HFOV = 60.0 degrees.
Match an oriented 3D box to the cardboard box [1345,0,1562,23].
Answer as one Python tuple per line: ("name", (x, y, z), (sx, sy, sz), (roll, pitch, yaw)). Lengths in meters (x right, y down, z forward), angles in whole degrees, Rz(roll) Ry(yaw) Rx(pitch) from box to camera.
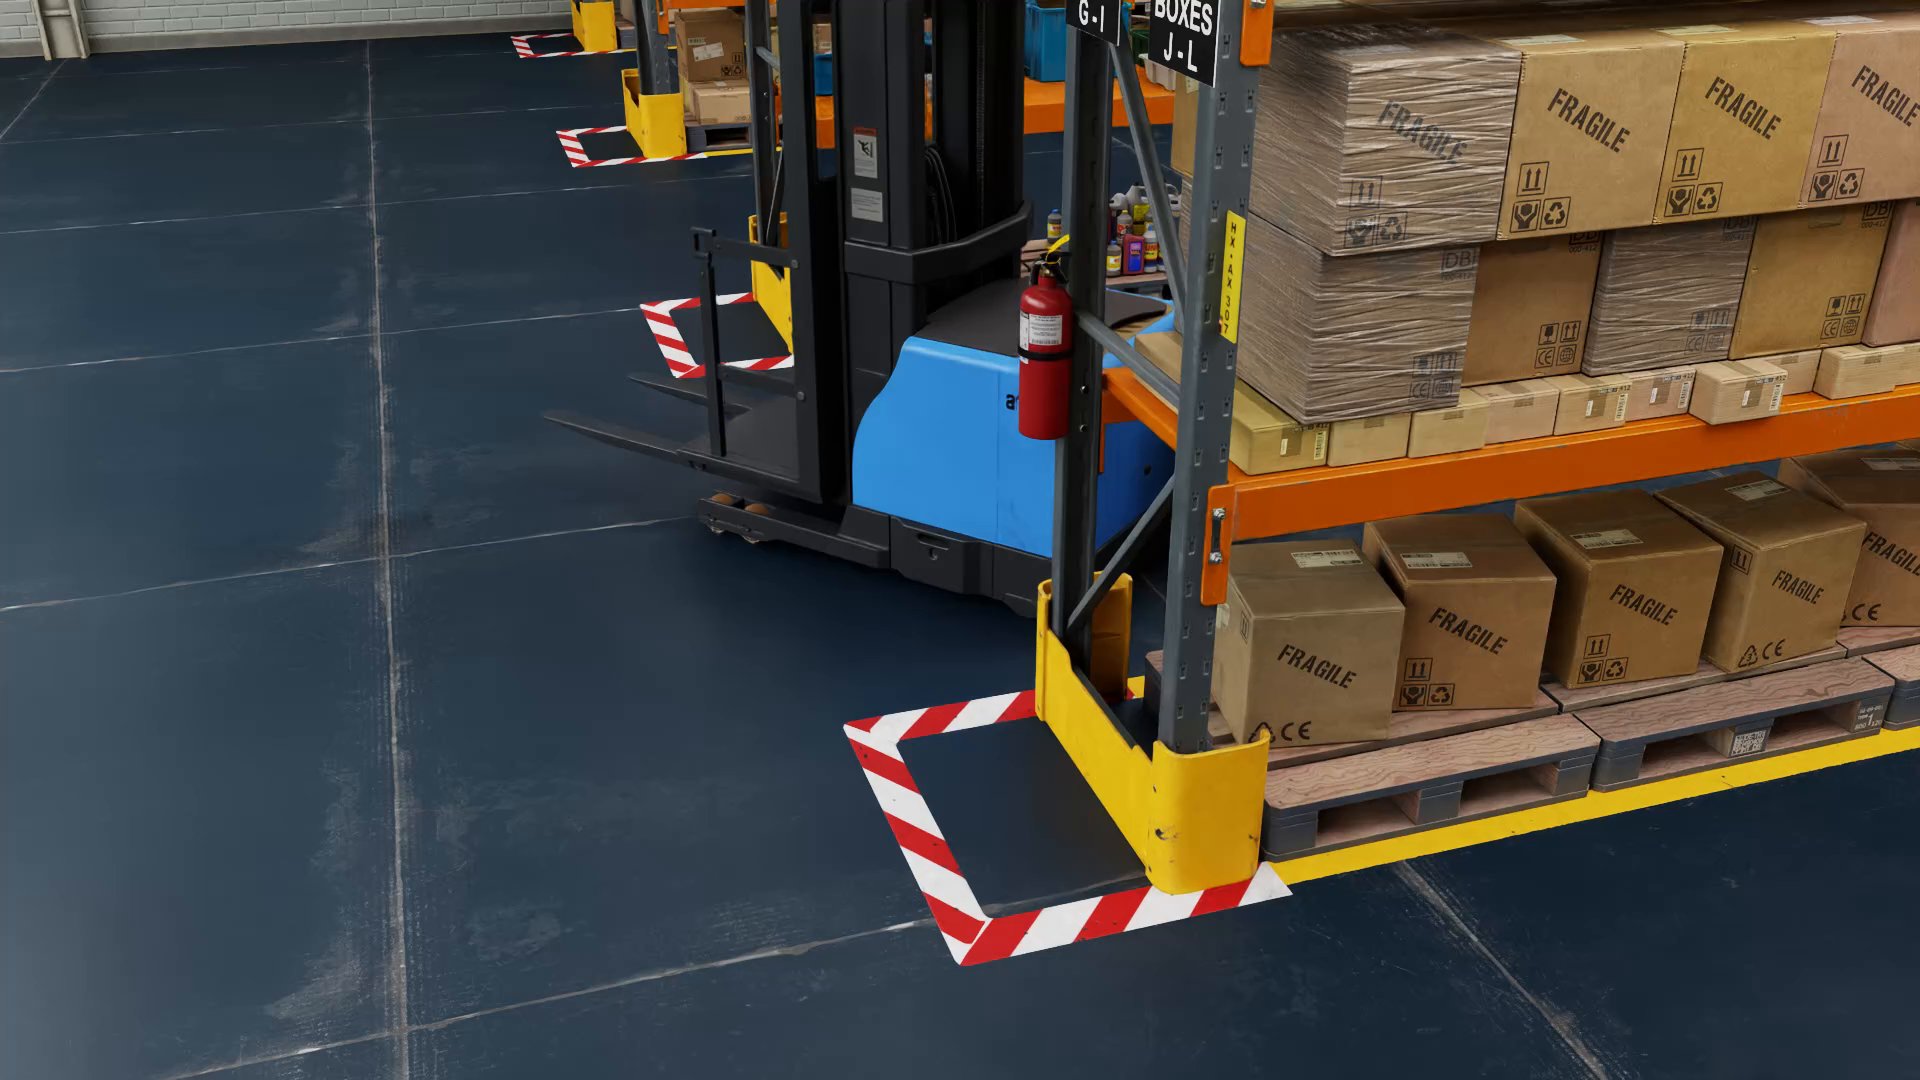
("cardboard box", (1.446, -1.392, 5.108), (0.500, 0.500, 0.500), (-8, 28, -16))

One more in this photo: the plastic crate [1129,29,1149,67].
("plastic crate", (1.418, -2.997, 10.151), (0.662, 0.188, 0.450), (-8, 28, -16))

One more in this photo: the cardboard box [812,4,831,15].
("cardboard box", (-1.174, -4.339, 14.394), (0.500, 0.500, 0.500), (-8, 28, -16))

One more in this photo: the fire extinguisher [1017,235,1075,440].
("fire extinguisher", (0.275, -0.659, 5.290), (0.183, 0.674, 0.296), (-8, 28, -16))

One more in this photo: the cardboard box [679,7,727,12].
("cardboard box", (-2.848, -5.926, 18.342), (0.500, 0.311, 0.500), (-6, 27, -12))

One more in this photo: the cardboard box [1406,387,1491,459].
("cardboard box", (1.357, -0.395, 4.954), (0.250, 0.149, 0.380), (-8, 28, -16))

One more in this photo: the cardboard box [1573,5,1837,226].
("cardboard box", (2.086, -1.236, 4.795), (0.500, 0.500, 0.500), (-8, 28, -16))

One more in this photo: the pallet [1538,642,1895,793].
("pallet", (2.540, 0.461, 6.084), (1.213, 0.211, 1.003), (-8, 28, -16))

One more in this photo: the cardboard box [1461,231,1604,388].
("cardboard box", (1.496, -0.876, 5.194), (0.500, 0.500, 0.875), (-8, 28, -16))

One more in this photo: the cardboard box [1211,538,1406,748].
("cardboard box", (1.125, 0.338, 5.534), (0.500, 0.500, 0.500), (-3, 27, -7))

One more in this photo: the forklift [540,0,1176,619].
("forklift", (-0.553, -1.482, 6.939), (3.031, 2.935, 1.130), (16, 30, 28))

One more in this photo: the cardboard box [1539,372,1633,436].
("cardboard box", (1.828, -0.469, 5.104), (0.250, 0.149, 0.380), (-8, 28, -16))

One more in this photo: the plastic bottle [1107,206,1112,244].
("plastic bottle", (0.885, -2.005, 10.476), (0.133, 0.283, 0.061), (-8, 28, -16))

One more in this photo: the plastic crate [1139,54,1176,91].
("plastic crate", (1.330, -2.710, 9.633), (0.437, 0.136, 0.530), (-8, 28, -16))

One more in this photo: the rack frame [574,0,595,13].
("rack frame", (-4.075, -6.797, 17.568), (0.127, 3.000, 1.000), (-8, 28, -16))

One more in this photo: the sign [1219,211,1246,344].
("sign", (0.694, -0.673, 4.258), (0.005, 0.325, 0.100), (-8, 28, -16))

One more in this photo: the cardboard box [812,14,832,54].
("cardboard box", (-1.013, -4.119, 13.951), (0.500, 0.500, 0.500), (-8, 28, -16))

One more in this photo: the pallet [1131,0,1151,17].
("pallet", (1.630, -6.376, 19.857), (1.213, 0.211, 1.003), (-8, 28, -16))

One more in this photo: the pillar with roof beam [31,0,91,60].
("pillar with roof beam", (-8.050, -7.300, 11.834), (0.400, 9.000, 9.100), (-8, 28, -16))

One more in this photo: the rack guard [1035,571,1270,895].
("rack guard", (0.599, 0.595, 5.489), (0.348, 0.500, 1.175), (-8, 28, -16))

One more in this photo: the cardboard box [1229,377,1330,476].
("cardboard box", (0.871, -0.340, 4.844), (0.250, 0.149, 0.380), (-8, 28, -16))

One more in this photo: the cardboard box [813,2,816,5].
("cardboard box", (-1.799, -6.056, 18.787), (0.250, 0.149, 0.380), (-11, 28, -20))

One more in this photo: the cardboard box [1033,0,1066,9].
("cardboard box", (0.728, -4.615, 14.949), (0.500, 0.500, 0.500), (-8, 28, -16))

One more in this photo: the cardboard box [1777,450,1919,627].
("cardboard box", (3.395, -0.013, 6.242), (0.500, 0.500, 0.500), (0, 26, 0))

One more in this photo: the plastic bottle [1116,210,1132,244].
("plastic bottle", (1.039, -1.982, 10.522), (0.097, 0.201, 0.097), (0, 26, 0))

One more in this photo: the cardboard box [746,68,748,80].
("cardboard box", (-1.648, -3.932, 14.418), (0.500, 0.250, 0.500), (-8, 28, -16))

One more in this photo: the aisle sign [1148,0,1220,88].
("aisle sign", (0.560, -1.543, 4.062), (0.004, 0.787, 0.394), (-8, 28, -16))

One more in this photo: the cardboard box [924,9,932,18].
("cardboard box", (-0.061, -4.256, 14.226), (0.500, 0.500, 0.500), (-8, 28, -16))

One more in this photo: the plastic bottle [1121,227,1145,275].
("plastic bottle", (1.034, -1.730, 9.922), (0.133, 0.283, 0.061), (-8, 27, -15))

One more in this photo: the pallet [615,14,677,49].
("pallet", (-3.220, -5.656, 18.405), (1.213, 0.211, 1.003), (-8, 28, -16))

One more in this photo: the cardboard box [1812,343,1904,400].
("cardboard box", (2.785, -0.598, 5.364), (0.250, 0.149, 0.380), (-8, 28, -16))

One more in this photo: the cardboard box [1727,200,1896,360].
("cardboard box", (2.464, -0.990, 5.425), (0.500, 0.500, 0.875), (-8, 28, -16))

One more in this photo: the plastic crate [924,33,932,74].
("plastic crate", (-0.005, -2.824, 9.733), (0.408, 0.251, 0.499), (-8, 28, -16))

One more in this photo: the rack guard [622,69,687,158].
("rack guard", (-2.561, -3.580, 13.900), (0.348, 0.500, 1.175), (-8, 28, -16))

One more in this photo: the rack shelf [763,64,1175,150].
("rack shelf", (0.894, -2.562, 9.845), (4.000, 0.370, 1.077), (-8, 28, -16))

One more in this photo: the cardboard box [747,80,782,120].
("cardboard box", (-1.485, -3.710, 13.970), (0.500, 0.250, 0.500), (-8, 28, -16))

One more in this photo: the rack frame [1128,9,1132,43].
("rack frame", (1.265, -5.254, 14.460), (0.127, 3.000, 1.000), (-8, 28, -16))

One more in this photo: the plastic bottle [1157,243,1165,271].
("plastic bottle", (1.234, -1.762, 10.000), (0.097, 0.271, 0.097), (0, 26, 0))

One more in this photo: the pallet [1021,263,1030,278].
("pallet", (-0.176, -1.499, 10.033), (1.213, 0.211, 1.003), (-8, 28, -16))

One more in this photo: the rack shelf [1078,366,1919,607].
("rack shelf", (2.428, -0.467, 5.627), (4.000, 0.370, 1.077), (-8, 28, -16))

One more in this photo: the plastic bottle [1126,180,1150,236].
("plastic bottle", (1.139, -2.124, 10.639), (0.185, 0.351, 0.144), (-7, 27, -14))

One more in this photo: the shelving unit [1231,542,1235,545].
("shelving unit", (1.196, -0.543, 6.995), (0.258, 1.200, 0.503), (18, 31, 32))

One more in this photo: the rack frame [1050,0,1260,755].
("rack frame", (0.526, -0.514, 4.912), (0.127, 3.000, 1.000), (-8, 28, -16))

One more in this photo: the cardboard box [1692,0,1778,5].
("cardboard box", (2.401, -1.525, 5.377), (0.500, 0.500, 0.500), (-8, 28, -16))

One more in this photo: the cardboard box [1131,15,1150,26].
("cardboard box", (1.562, -4.639, 15.210), (0.500, 0.311, 0.500), (-8, 28, -16))

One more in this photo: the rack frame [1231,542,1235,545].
("rack frame", (1.053, -0.455, 6.818), (0.240, 1.200, 0.015), (18, 31, 32))

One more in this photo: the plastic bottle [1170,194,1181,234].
("plastic bottle", (1.386, -2.057, 10.588), (0.135, 0.276, 0.152), (-8, 28, -16))

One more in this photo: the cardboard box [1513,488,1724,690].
("cardboard box", (2.284, 0.163, 5.886), (0.500, 0.500, 0.500), (-6, 27, -11))

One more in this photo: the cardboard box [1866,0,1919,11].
("cardboard box", (3.036, -1.375, 5.074), (0.500, 0.500, 0.500), (-8, 28, -16))

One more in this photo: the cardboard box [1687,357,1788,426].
("cardboard box", (2.327, -0.506, 5.178), (0.250, 0.149, 0.380), (-8, 28, -16))

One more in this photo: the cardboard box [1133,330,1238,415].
("cardboard box", (0.733, -0.528, 5.223), (0.250, 0.149, 0.380), (-8, 28, -16))

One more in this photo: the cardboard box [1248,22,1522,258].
("cardboard box", (1.134, -1.101, 4.522), (0.500, 0.500, 0.500), (-8, 28, -16))
